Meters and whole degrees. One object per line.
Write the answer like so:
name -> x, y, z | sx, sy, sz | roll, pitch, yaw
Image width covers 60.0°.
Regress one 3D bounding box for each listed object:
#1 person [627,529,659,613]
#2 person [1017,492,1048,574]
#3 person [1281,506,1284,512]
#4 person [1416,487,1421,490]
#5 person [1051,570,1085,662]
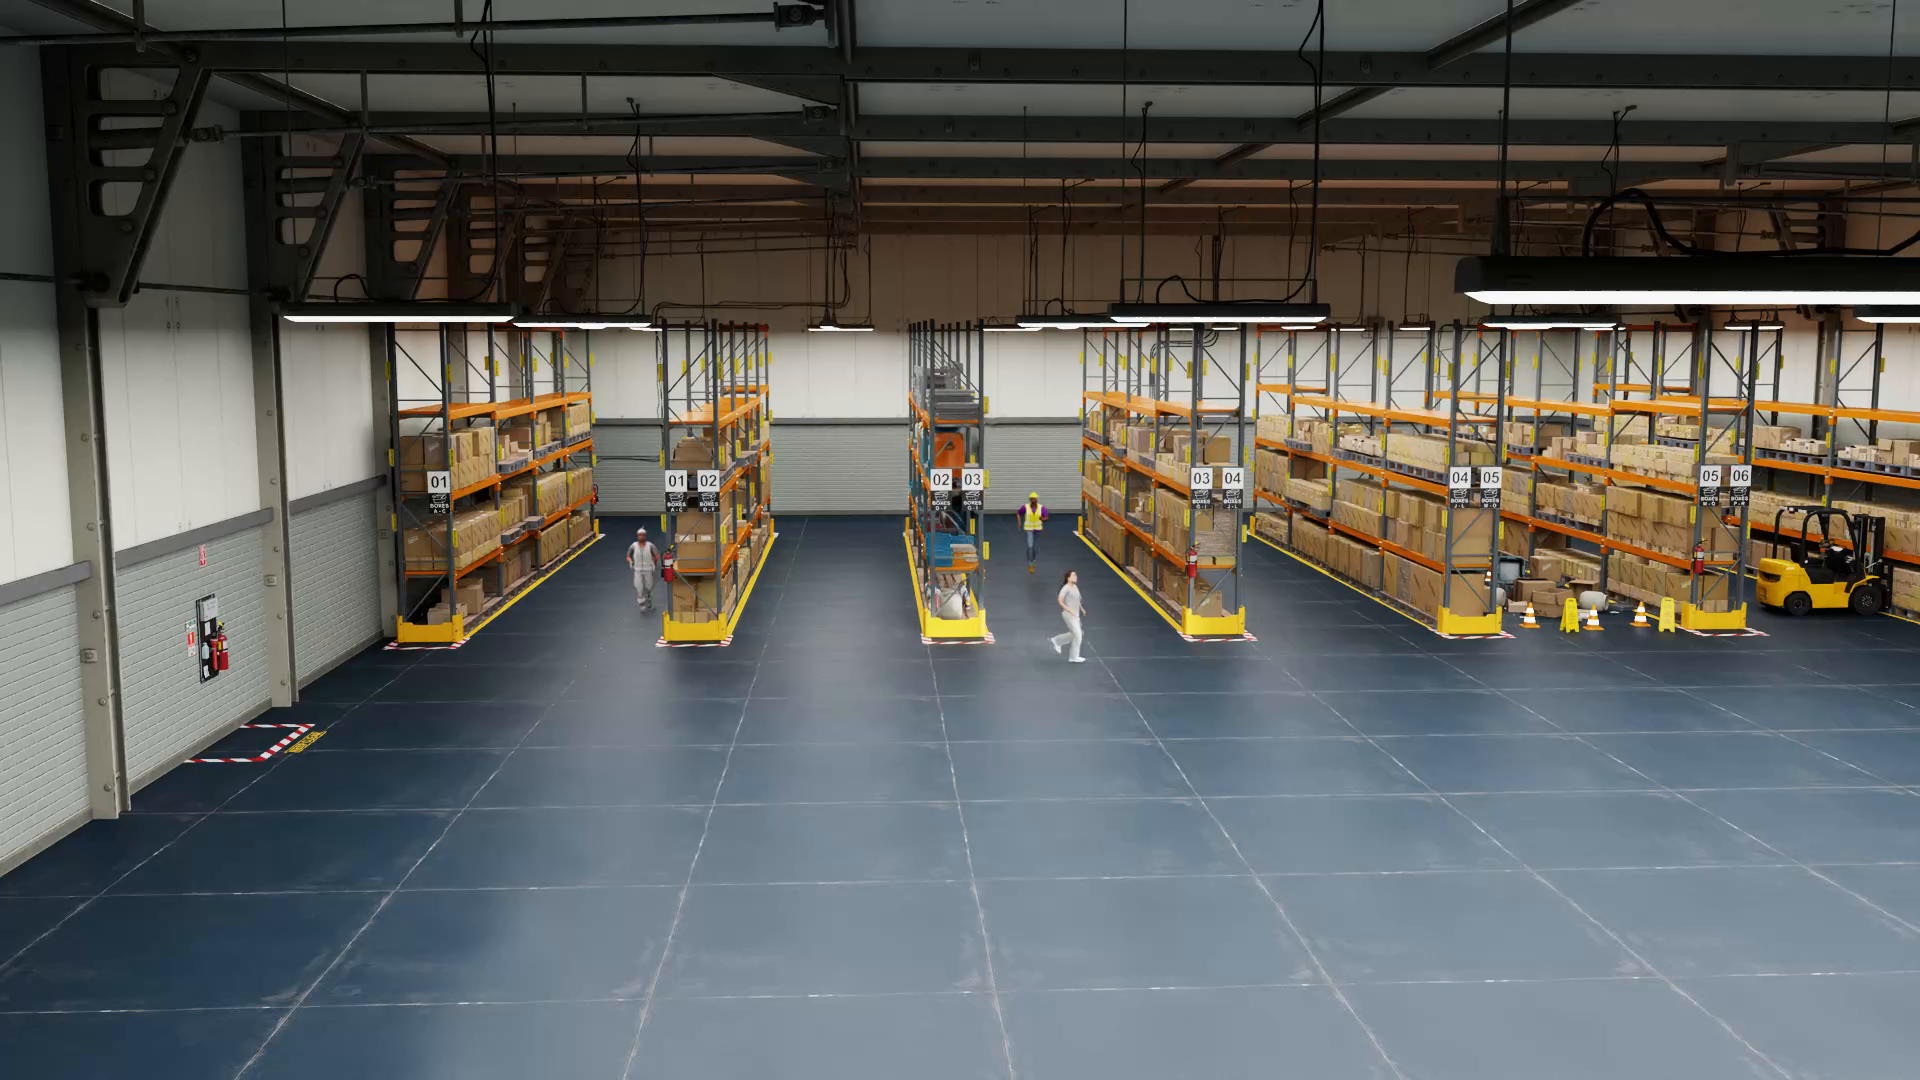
person -> -6.525, 0.639, 34.207 | 0.651, 1.738, 0.613 | -1, 7, -9
person -> 1.691, -0.187, 38.334 | 0.686, 1.828, 0.794 | -1, 7, -10
person -> 9.611, -1.127, 48.849 | 0.761, 1.693, 0.634 | 5, 8, 32
person -> 13.685, -1.169, 49.440 | 0.592, 1.619, 0.677 | 2, 7, 17
person -> 1.887, 1.321, 29.167 | 0.683, 1.616, 0.605 | 4, 8, 30
